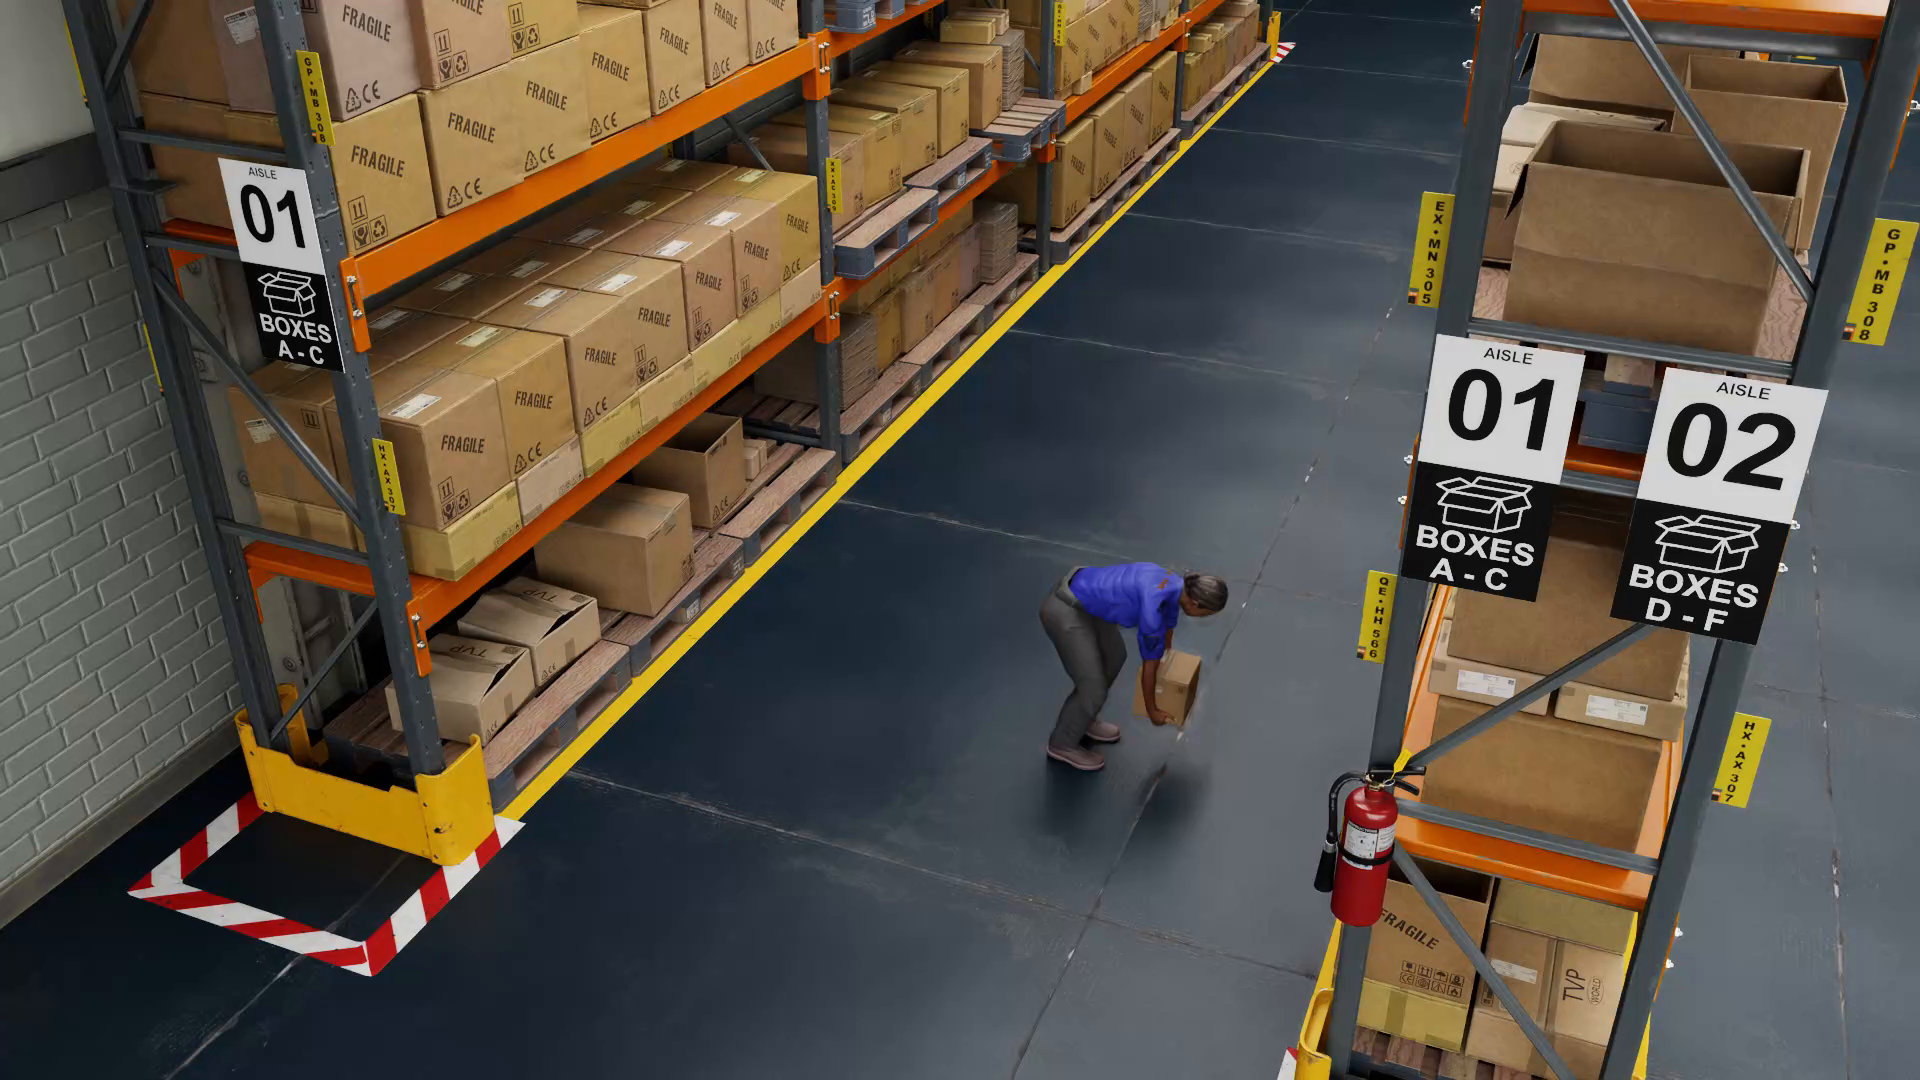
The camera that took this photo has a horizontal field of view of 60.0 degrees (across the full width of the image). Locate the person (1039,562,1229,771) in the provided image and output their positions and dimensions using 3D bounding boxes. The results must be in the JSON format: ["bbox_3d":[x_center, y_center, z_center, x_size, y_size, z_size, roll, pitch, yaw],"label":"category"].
[{"bbox_3d":[0.813,0.584,7.931,0.867,1.112,0.420,10,31,18],"label":"person"}]
